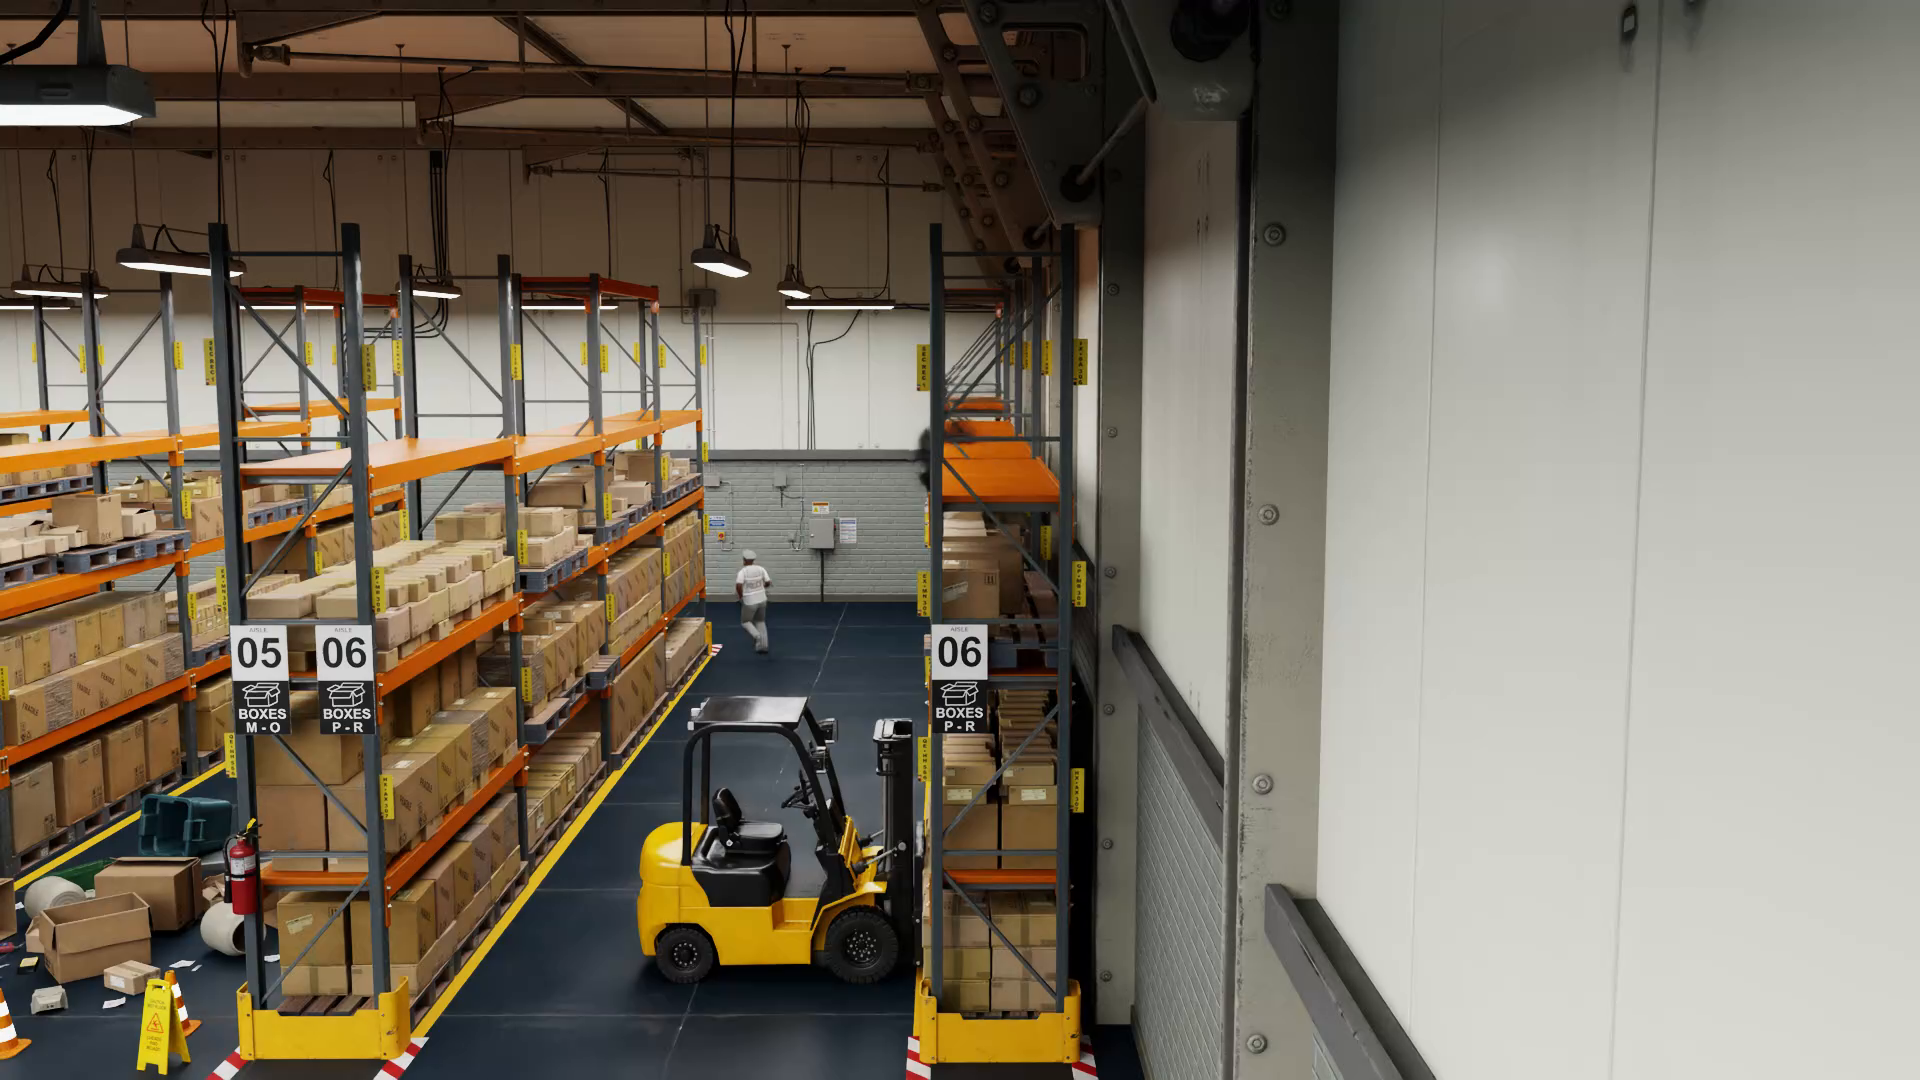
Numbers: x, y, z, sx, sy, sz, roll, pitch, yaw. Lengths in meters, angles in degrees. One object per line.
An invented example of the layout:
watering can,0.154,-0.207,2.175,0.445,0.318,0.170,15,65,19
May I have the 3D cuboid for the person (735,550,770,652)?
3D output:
person,-3.563,1.026,28.153,0.675,1.732,0.582,-4,8,-29
